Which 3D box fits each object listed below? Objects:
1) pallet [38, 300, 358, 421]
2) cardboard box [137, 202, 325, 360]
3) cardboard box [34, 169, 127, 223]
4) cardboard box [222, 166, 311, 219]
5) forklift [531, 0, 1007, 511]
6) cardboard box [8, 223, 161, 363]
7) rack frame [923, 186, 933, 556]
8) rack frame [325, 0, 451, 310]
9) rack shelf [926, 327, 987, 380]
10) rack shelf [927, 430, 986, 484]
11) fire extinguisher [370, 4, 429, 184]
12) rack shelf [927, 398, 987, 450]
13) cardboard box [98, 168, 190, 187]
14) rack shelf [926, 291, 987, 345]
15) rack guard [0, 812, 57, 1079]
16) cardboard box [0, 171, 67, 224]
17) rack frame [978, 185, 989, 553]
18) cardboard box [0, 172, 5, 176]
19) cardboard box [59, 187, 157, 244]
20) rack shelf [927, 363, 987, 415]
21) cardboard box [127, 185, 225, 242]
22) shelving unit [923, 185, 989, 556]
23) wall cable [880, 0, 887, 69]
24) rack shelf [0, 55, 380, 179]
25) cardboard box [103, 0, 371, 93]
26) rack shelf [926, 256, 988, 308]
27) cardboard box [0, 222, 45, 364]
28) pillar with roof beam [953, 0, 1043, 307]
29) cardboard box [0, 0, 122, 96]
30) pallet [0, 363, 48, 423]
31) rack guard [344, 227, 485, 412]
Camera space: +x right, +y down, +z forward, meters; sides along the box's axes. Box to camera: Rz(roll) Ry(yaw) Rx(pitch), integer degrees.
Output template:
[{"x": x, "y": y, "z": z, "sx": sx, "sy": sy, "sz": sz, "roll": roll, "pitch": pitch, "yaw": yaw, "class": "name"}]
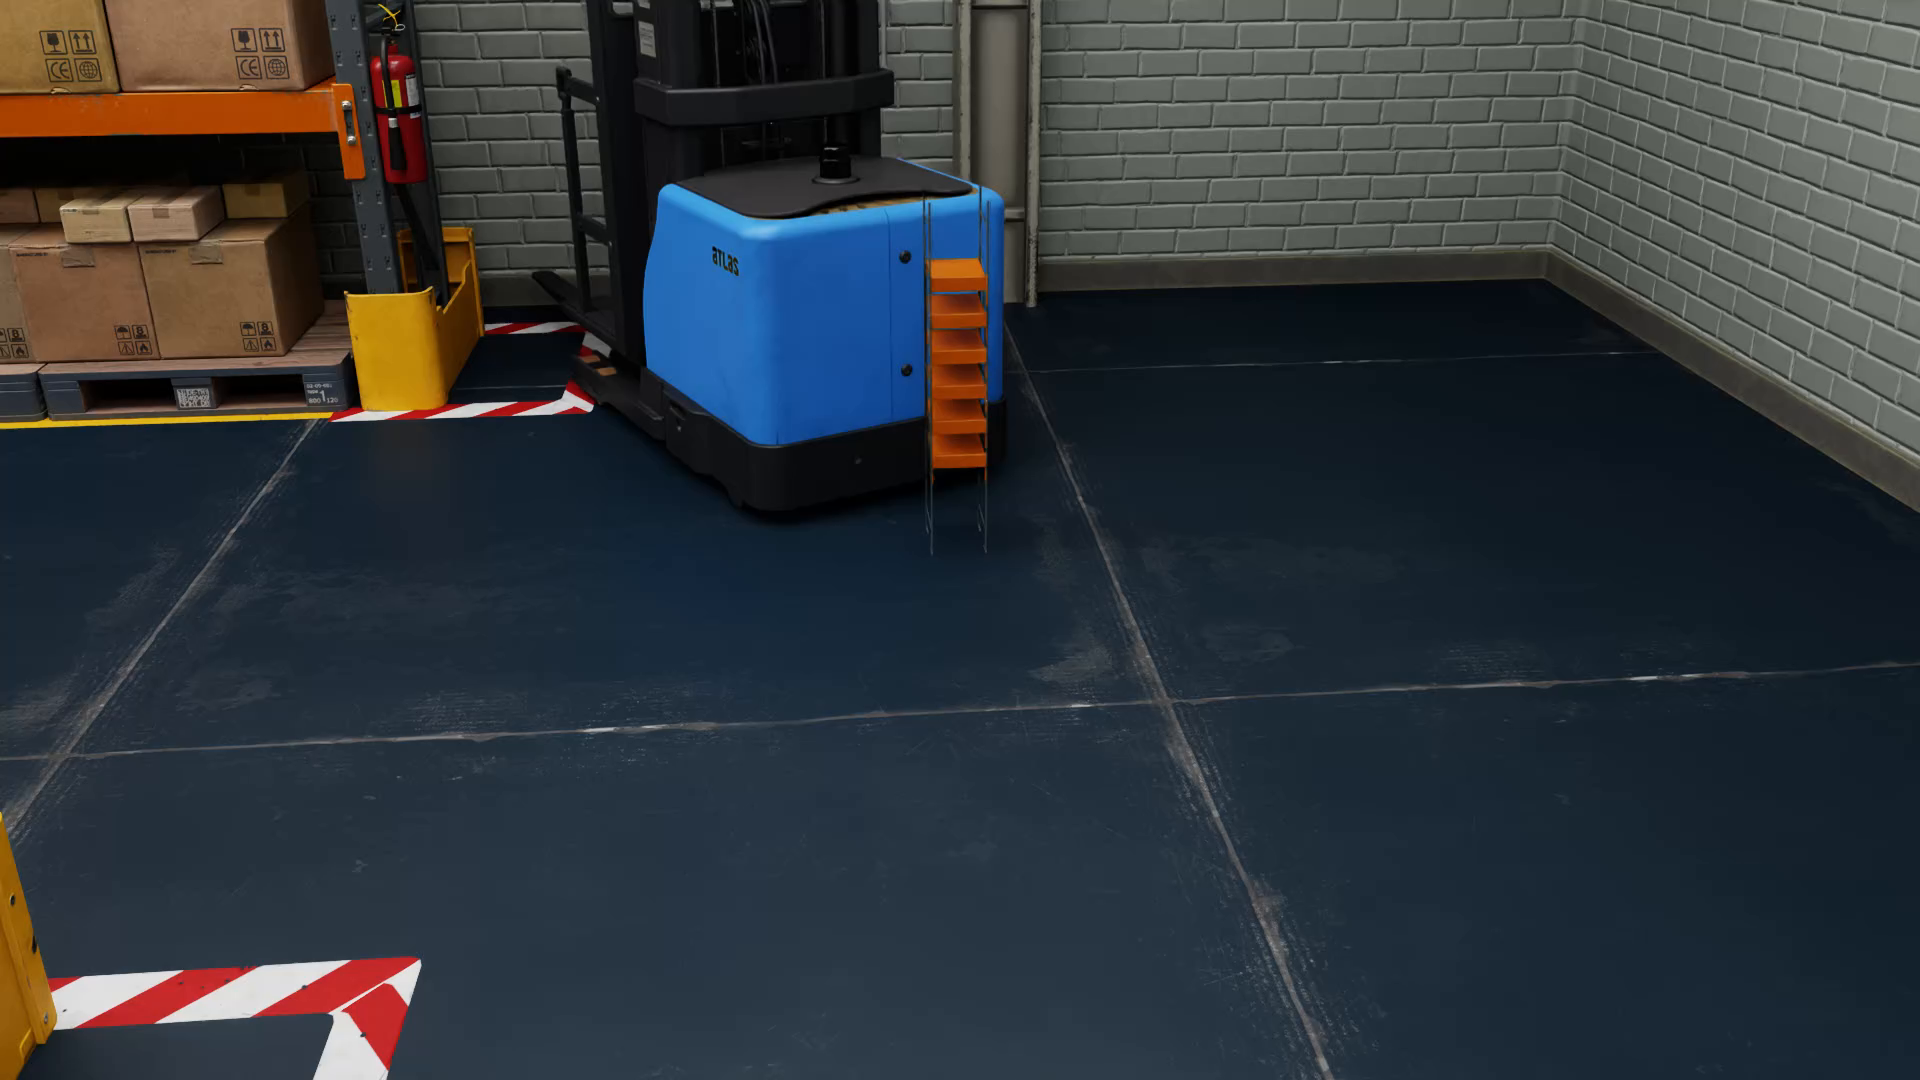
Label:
[{"x": -3.212, "y": -0.809, "z": 7.310, "sx": 1.213, "sy": 0.211, "sz": 1.003, "roll": -2, "pitch": 24, "yaw": -5, "class": "pallet"}, {"x": -3.111, "y": -1.128, "z": 7.155, "sx": 0.500, "sy": 0.500, "sz": 0.700, "roll": -2, "pitch": 24, "yaw": -5, "class": "cardboard box"}, {"x": -3.759, "y": -1.480, "z": 7.148, "sx": 0.250, "sy": 0.149, "sz": 0.380, "roll": -2, "pitch": 24, "yaw": -5, "class": "cardboard box"}, {"x": -3.006, "y": -1.510, "z": 7.217, "sx": 0.250, "sy": 0.149, "sz": 0.380, "roll": -2, "pitch": 24, "yaw": -5, "class": "cardboard box"}, {"x": -1.023, "y": -1.992, "z": 6.624, "sx": 1.130, "sy": 2.935, "sz": 3.031, "roll": -14, "pitch": 28, "yaw": -28, "class": "forklift"}, {"x": -3.609, "y": -1.108, "z": 7.110, "sx": 0.500, "sy": 0.500, "sz": 0.700, "roll": -2, "pitch": 24, "yaw": -5, "class": "cardboard box"}, {"x": -0.105, "y": -0.544, "z": 5.497, "sx": 0.006, "sy": 1.200, "sz": 0.240, "roll": -2, "pitch": 24, "yaw": -5, "class": "rack frame"}, {"x": -2.424, "y": -2.147, "z": 6.887, "sx": 0.127, "sy": 3.000, "sz": 1.000, "roll": -2, "pitch": 24, "yaw": -5, "class": "rack frame"}, {"x": -0.014, "y": -0.617, "z": 5.474, "sx": 0.180, "sy": 0.103, "sz": 0.258, "roll": -2, "pitch": 24, "yaw": -5, "class": "rack shelf"}, {"x": -0.014, "y": -0.288, "z": 5.621, "sx": 0.180, "sy": 0.103, "sz": 0.258, "roll": -2, "pitch": 24, "yaw": -5, "class": "rack shelf"}, {"x": -2.229, "y": -1.760, "z": 6.572, "sx": 0.183, "sy": 0.674, "sz": 0.296, "roll": -2, "pitch": 24, "yaw": -5, "class": "fire extinguisher"}, {"x": -0.014, "y": -0.397, "z": 5.572, "sx": 0.180, "sy": 0.103, "sz": 0.258, "roll": -2, "pitch": 24, "yaw": -5, "class": "rack shelf"}, {"x": -3.510, "y": -1.490, "z": 7.170, "sx": 0.250, "sy": 0.149, "sz": 0.380, "roll": -2, "pitch": 24, "yaw": -5, "class": "cardboard box"}, {"x": -0.014, "y": -0.726, "z": 5.426, "sx": 0.180, "sy": 0.103, "sz": 0.258, "roll": -2, "pitch": 24, "yaw": -5, "class": "rack shelf"}, {"x": -2.009, "y": 1.001, "z": 2.883, "sx": 0.348, "sy": 0.500, "sz": 1.175, "roll": -2, "pitch": 24, "yaw": -5, "class": "rack guard"}, {"x": -4.012, "y": -1.469, "z": 7.125, "sx": 0.250, "sy": 0.149, "sz": 0.380, "roll": -2, "pitch": 24, "yaw": -4, "class": "cardboard box"}, {"x": 0.077, "y": -0.551, "z": 5.513, "sx": 0.006, "sy": 1.200, "sz": 0.240, "roll": -2, "pitch": 24, "yaw": -5, "class": "rack frame"}, {"x": -4.268, "y": -1.459, "z": 7.101, "sx": 0.250, "sy": 0.149, "sz": 0.380, "roll": -2, "pitch": 24, "yaw": -5, "class": "cardboard box"}, {"x": -3.475, "y": -1.335, "z": 6.823, "sx": 0.250, "sy": 0.149, "sz": 0.380, "roll": -2, "pitch": 24, "yaw": -4, "class": "cardboard box"}, {"x": -0.014, "y": -0.507, "z": 5.523, "sx": 0.180, "sy": 0.103, "sz": 0.258, "roll": -2, "pitch": 24, "yaw": -5, "class": "rack shelf"}, {"x": -3.221, "y": -1.346, "z": 6.846, "sx": 0.250, "sy": 0.149, "sz": 0.380, "roll": -3, "pitch": 24, "yaw": -6, "class": "cardboard box"}, {"x": -0.014, "y": -0.548, "z": 5.505, "sx": 0.189, "sy": 1.200, "sz": 0.258, "roll": -2, "pitch": 24, "yaw": -5, "class": "shelving unit"}, {"x": -1.243, "y": -3.044, "z": 7.656, "sx": 1.851, "sy": 1.984, "sz": 0.084, "roll": -2, "pitch": 24, "yaw": -5, "class": "wall cable"}, {"x": -4.415, "y": -1.738, "z": 6.853, "sx": 4.000, "sy": 0.370, "sz": 1.077, "roll": -2, "pitch": 24, "yaw": -5, "class": "rack shelf"}, {"x": -2.931, "y": -2.259, "z": 6.771, "sx": 0.700, "sy": 0.700, "sz": 0.980, "roll": -1, "pitch": 24, "yaw": -3, "class": "cardboard box"}, {"x": -0.014, "y": -0.836, "z": 5.377, "sx": 0.180, "sy": 0.103, "sz": 0.258, "roll": -2, "pitch": 24, "yaw": -5, "class": "rack shelf"}, {"x": -4.109, "y": -1.088, "z": 7.065, "sx": 0.500, "sy": 0.500, "sz": 0.700, "roll": -3, "pitch": 24, "yaw": -7, "class": "cardboard box"}, {"x": 0.601, "y": -3.605, "z": 2.782, "sx": 0.400, "sy": 9.000, "sz": 9.100, "roll": -2, "pitch": 24, "yaw": -5, "class": "pillar with roof beam"}, {"x": -3.654, "y": -2.226, "z": 6.695, "sx": 0.700, "sy": 0.700, "sz": 0.980, "roll": -2, "pitch": 24, "yaw": -6, "class": "cardboard box"}, {"x": -4.424, "y": -0.762, "z": 7.203, "sx": 1.213, "sy": 0.211, "sz": 1.003, "roll": -2, "pitch": 24, "yaw": -5, "class": "pallet"}, {"x": -2.400, "y": -1.005, "z": 7.397, "sx": 0.348, "sy": 0.500, "sz": 1.175, "roll": -2, "pitch": 24, "yaw": -5, "class": "rack guard"}]
